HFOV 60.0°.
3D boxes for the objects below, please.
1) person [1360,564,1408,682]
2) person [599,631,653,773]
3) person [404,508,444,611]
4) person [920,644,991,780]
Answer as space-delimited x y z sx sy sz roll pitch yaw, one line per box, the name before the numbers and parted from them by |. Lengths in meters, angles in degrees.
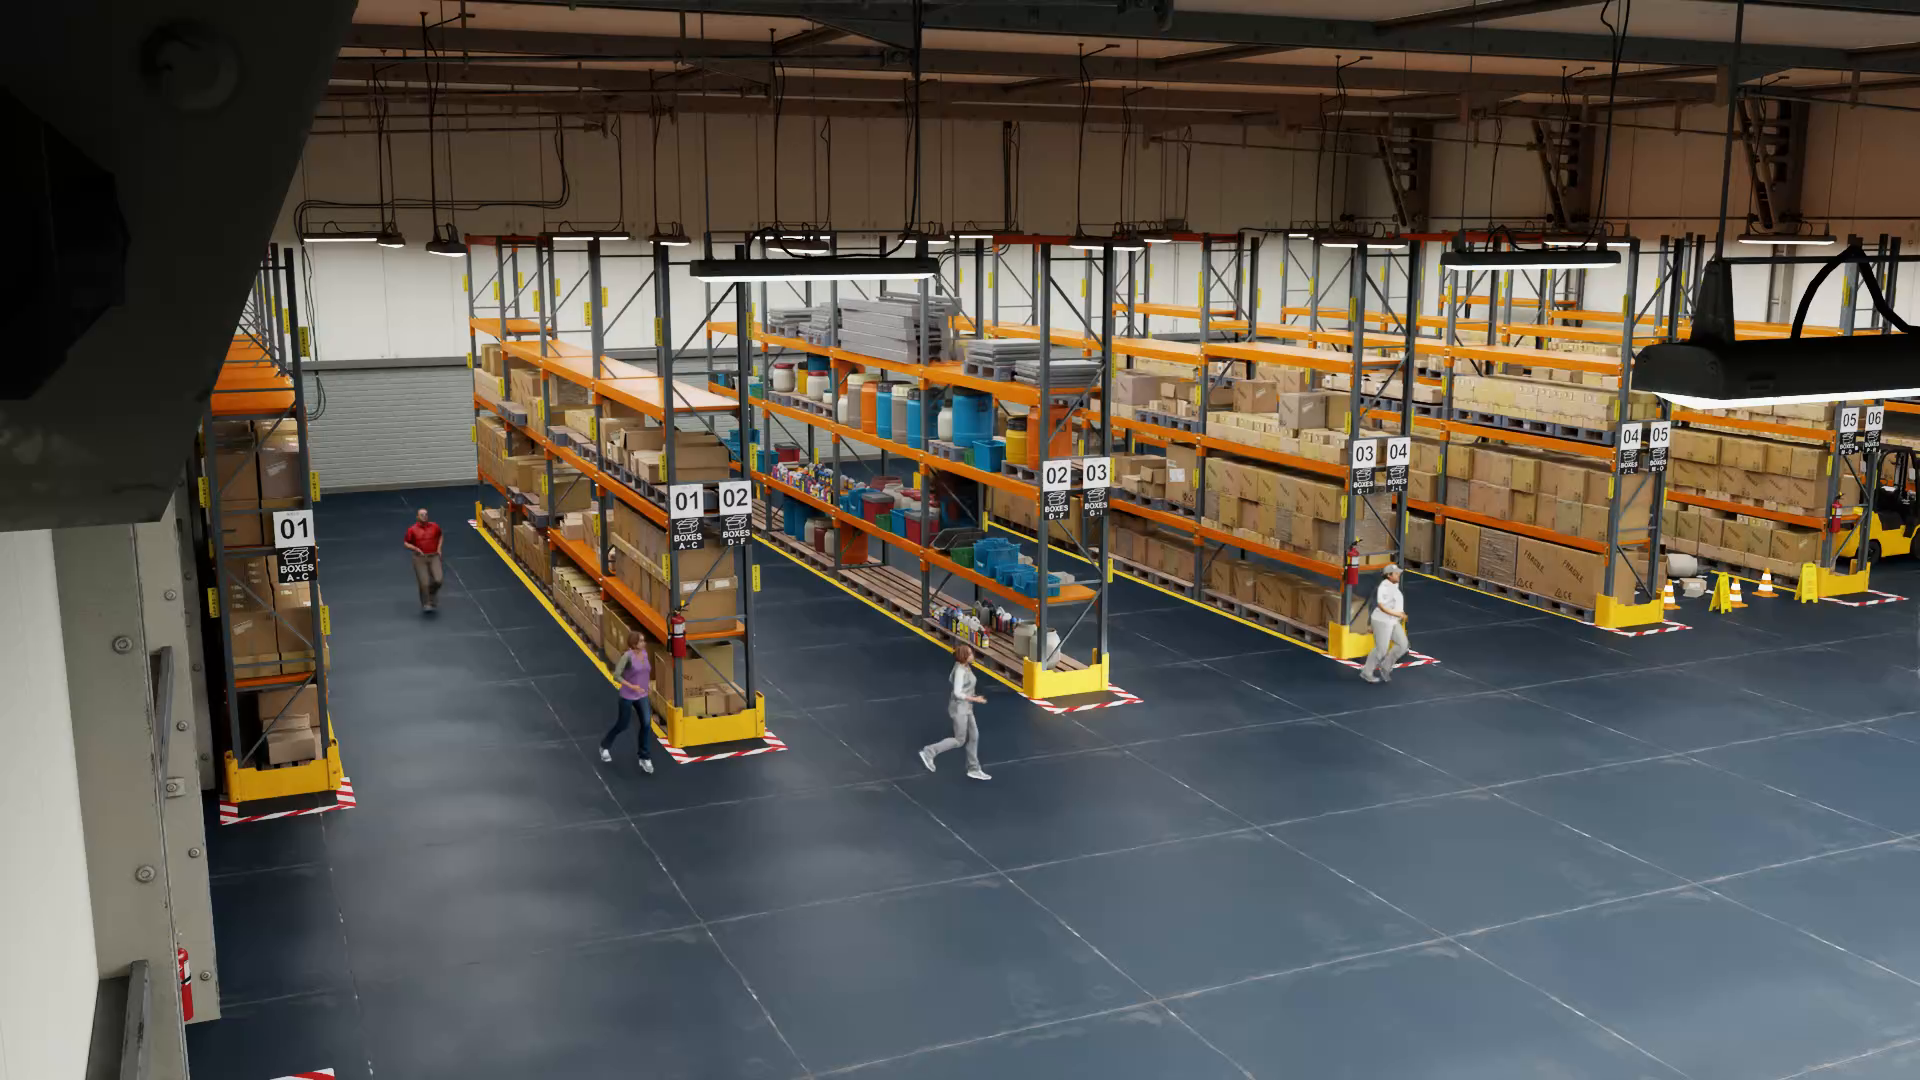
person | 5.898 1.162 22.927 0.608 1.698 0.654 7 13 33
person | -3.793 1.849 19.411 0.815 1.592 0.612 9 14 38
person | -8.638 0.327 26.981 0.652 1.680 0.602 -7 13 -32
person | -0.044 1.964 18.939 0.806 1.583 0.549 1 11 5
